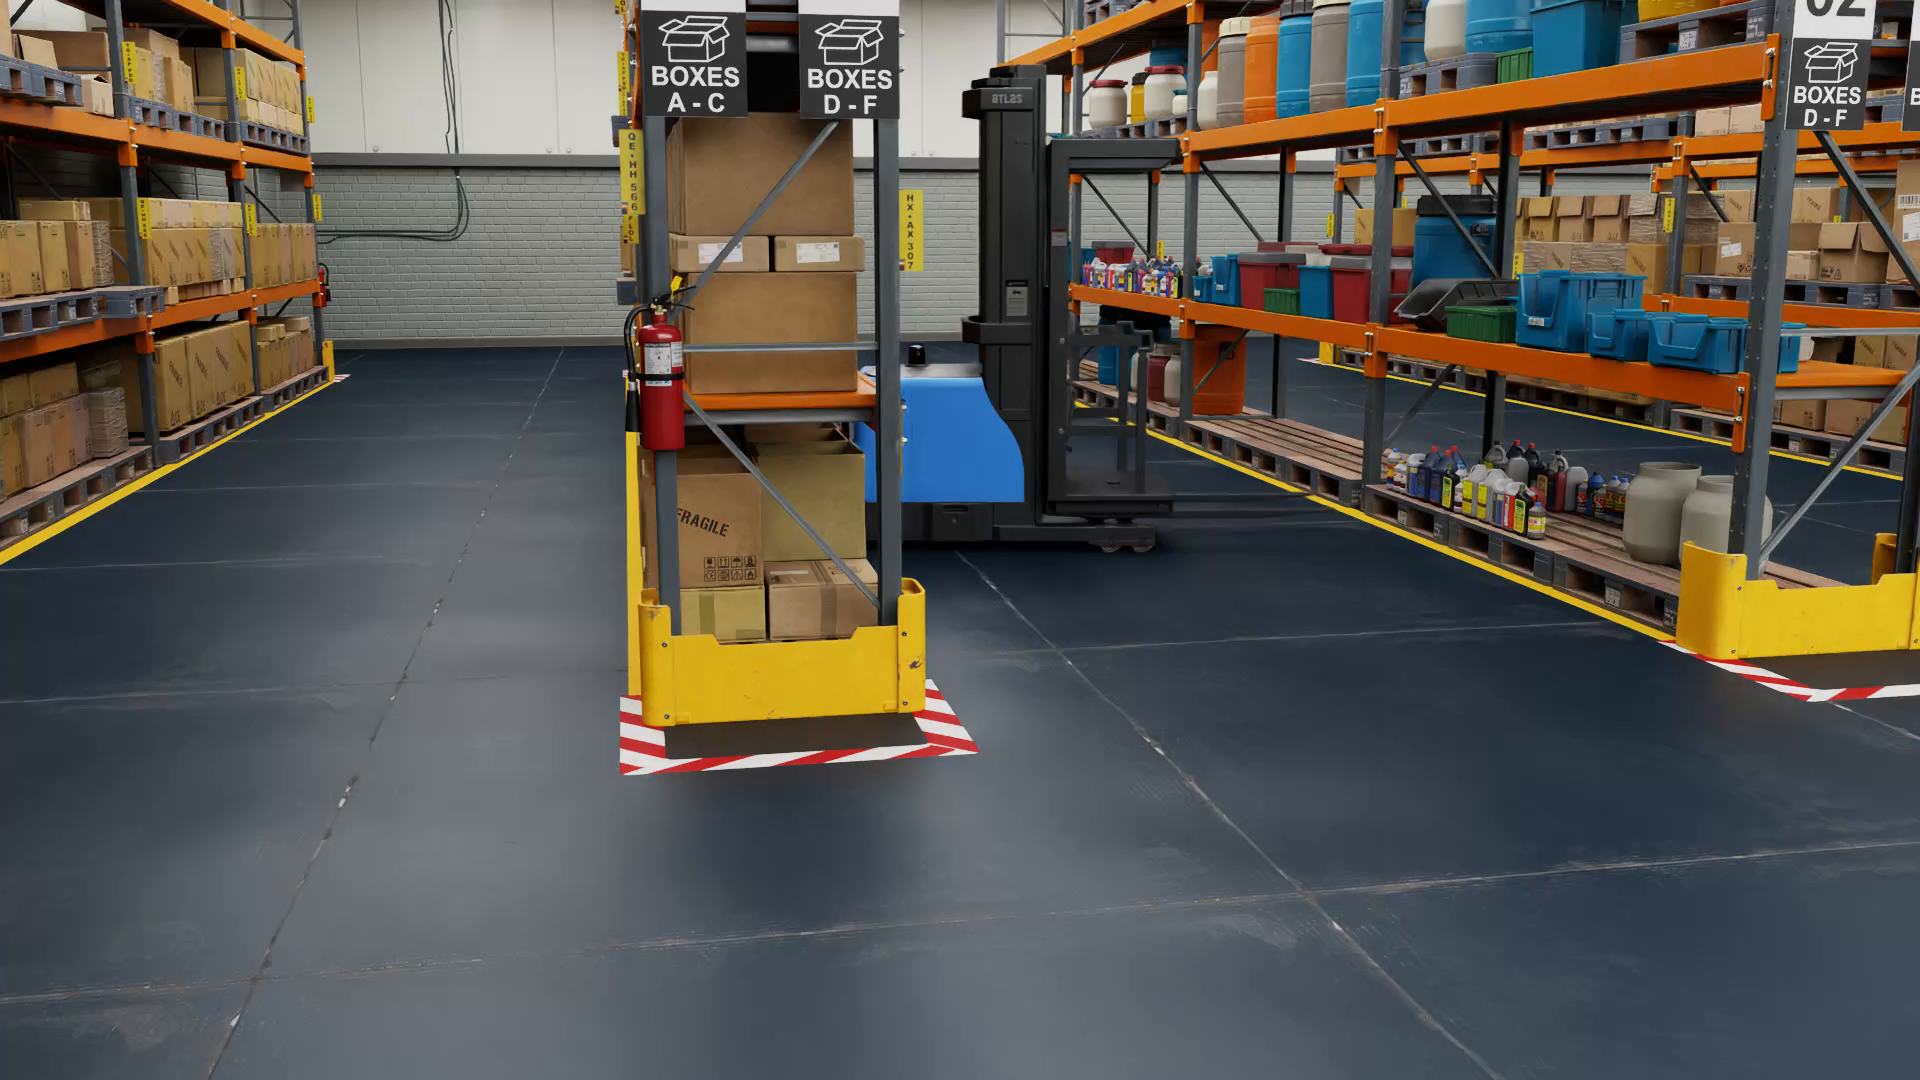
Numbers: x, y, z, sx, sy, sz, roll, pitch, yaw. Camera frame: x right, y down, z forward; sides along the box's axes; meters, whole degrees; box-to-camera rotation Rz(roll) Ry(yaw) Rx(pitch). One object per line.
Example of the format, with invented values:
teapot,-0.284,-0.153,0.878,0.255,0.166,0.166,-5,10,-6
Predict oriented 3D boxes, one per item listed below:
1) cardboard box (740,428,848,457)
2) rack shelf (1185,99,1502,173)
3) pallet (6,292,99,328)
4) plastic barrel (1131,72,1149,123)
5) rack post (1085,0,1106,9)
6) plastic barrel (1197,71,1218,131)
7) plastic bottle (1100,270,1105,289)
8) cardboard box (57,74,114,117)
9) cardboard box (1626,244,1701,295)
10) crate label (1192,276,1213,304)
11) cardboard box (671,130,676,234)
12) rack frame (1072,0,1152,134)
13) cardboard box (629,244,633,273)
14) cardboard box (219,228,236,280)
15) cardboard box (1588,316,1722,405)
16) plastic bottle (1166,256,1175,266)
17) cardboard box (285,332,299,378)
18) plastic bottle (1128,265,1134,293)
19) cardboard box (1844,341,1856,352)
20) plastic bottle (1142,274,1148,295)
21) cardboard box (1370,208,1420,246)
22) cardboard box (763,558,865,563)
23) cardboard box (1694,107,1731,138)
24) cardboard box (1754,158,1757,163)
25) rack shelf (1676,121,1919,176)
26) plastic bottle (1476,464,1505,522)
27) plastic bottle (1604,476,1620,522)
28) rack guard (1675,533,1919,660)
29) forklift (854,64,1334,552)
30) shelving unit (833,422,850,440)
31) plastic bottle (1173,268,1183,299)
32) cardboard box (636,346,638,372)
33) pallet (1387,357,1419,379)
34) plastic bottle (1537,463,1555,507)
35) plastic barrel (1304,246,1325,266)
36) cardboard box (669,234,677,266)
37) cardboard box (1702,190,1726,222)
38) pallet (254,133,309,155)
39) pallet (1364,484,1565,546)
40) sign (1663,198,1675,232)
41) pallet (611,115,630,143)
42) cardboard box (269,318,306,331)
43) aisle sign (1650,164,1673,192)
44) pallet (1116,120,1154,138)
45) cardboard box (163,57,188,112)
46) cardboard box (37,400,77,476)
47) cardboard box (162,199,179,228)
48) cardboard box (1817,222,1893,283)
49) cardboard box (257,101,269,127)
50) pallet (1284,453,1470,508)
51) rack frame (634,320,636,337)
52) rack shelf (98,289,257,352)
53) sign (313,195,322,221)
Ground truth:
cardboard box,-0.841,-0.287,8.405,0.500,0.500,0.500,-2,11,-11
rack shelf,2.947,-3.173,13.249,1.077,0.370,4.000,-2,11,-11
pallet,-6.735,-1.604,11.615,1.003,0.211,1.213,-2,11,-11
plastic barrel,2.157,-4.766,18.066,0.600,0.588,0.600,0,11,0
rack post,1.913,-5.908,17.872,0.937,0.300,0.954,-2,11,-12
plastic barrel,2.318,-3.880,14.740,0.421,0.512,0.421,0,11,0
plastic bottle,1.582,-2.850,18.180,0.097,0.201,0.097,0,11,0
cardboard box,-6.755,-3.377,12.580,0.500,0.311,0.500,-2,11,-11
cardboard box,7.077,-2.731,16.754,0.500,0.500,0.500,-2,11,-9
crate label,2.272,-2.247,14.927,0.303,0.233,0.416,-2,11,-11
cardboard box,-1.040,-1.744,8.102,0.700,0.500,0.500,-2,11,-11
rack frame,1.780,-6.101,18.683,1.000,3.000,0.127,-2,11,-11
cardboard box,-3.011,-3.011,17.103,0.700,0.500,0.500,0,11,-2
cardboard box,-7.492,-2.830,16.425,0.500,0.500,0.500,-2,11,-11
cardboard box,7.303,-1.890,17.164,1.225,0.875,0.875,-3,11,-14
plastic bottle,2.316,-2.939,18.247,0.144,0.351,0.185,-2,11,-11
cardboard box,-8.286,-2.197,19.778,0.700,0.500,0.500,-2,11,-13
plastic bottle,1.777,-2.689,17.116,0.061,0.283,0.133,-2,11,-11
cardboard box,11.767,-2.526,21.650,0.380,0.149,0.250,-2,11,-8
plastic bottle,1.879,-2.570,16.710,0.097,0.201,0.097,0,11,0
cardboard box,5.893,-4.224,22.467,0.500,0.500,0.500,-2,11,-13
cardboard box,-0.732,0.173,7.996,0.500,0.250,0.500,-2,11,-11
cardboard box,7.258,-3.905,15.568,0.500,0.250,0.500,-2,11,-10
cardboard box,10.978,-5.161,22.168,0.500,0.250,0.500,-2,11,-12
rack shelf,7.805,-3.354,14.195,1.077,0.370,4.000,-2,11,-11
plastic bottle,3.242,-0.291,10.114,0.144,0.351,0.185,-2,11,-9
plastic bottle,3.981,-0.254,10.128,0.097,0.271,0.097,0,11,0
rack guard,4.053,0.263,7.978,1.175,0.500,0.348,-2,11,-11
forklift,0.840,-1.467,10.563,3.031,2.935,1.130,0,11,-1
shelving unit,-0.838,-0.592,10.599,0.258,1.200,0.189,0,11,2
plastic bottle,2.061,-2.421,15.708,0.061,0.283,0.133,-2,11,-11
cardboard box,-3.224,-1.865,17.981,0.500,0.500,0.500,-3,11,-14
pallet,6.327,-2.331,22.376,1.003,0.211,1.213,-2,11,-11
plastic bottle,3.749,-0.358,10.642,0.061,0.283,0.133,-2,11,-11
plastic barrel,3.050,-2.217,14.022,0.421,0.512,0.421,0,11,0
cardboard box,-1.207,-1.394,7.994,0.380,0.149,0.250,-2,11,-9
cardboard box,10.756,-4.635,23.290,0.500,0.500,0.500,-2,11,-12
pallet,-8.561,-4.821,20.220,1.003,0.211,1.213,-2,11,-11
pallet,3.426,-0.192,11.140,1.003,0.211,1.213,-2,11,-11
sign,6.873,-3.148,16.118,0.100,0.325,0.005,-2,11,-11
pallet,-2.817,-4.043,16.397,1.213,0.211,1.003,-2,11,-11
cardboard box,-8.227,-2.636,20.349,0.380,0.149,0.250,-2,11,-9
aisle sign,10.437,-5.509,24.665,0.394,0.787,0.004,-2,11,-11
pallet,2.252,-4.186,17.152,1.003,0.211,1.213,-2,11,-11
cardboard box,-7.703,-4.267,15.627,0.700,0.500,0.500,-2,11,-12
cardboard box,-6.858,-0.729,12.013,0.700,0.500,0.500,-2,11,-11
cardboard box,-7.101,-2.824,14.392,0.500,0.250,0.500,-2,11,-12
cardboard box,7.767,-2.438,14.085,0.797,0.503,0.637,-1,11,-5
cardboard box,-7.899,-4.679,18.246,0.500,0.250,0.500,-2,11,-12
pallet,3.145,-0.459,12.545,1.003,0.211,1.213,-2,11,-11
rack frame,-3.857,-3.708,22.155,1.000,3.000,0.127,-2,11,-11
rack shelf,-7.549,-2.073,15.491,1.077,0.370,4.000,-2,11,-11
sign,-8.181,-4.229,21.165,0.100,0.325,0.005,-2,11,-11
